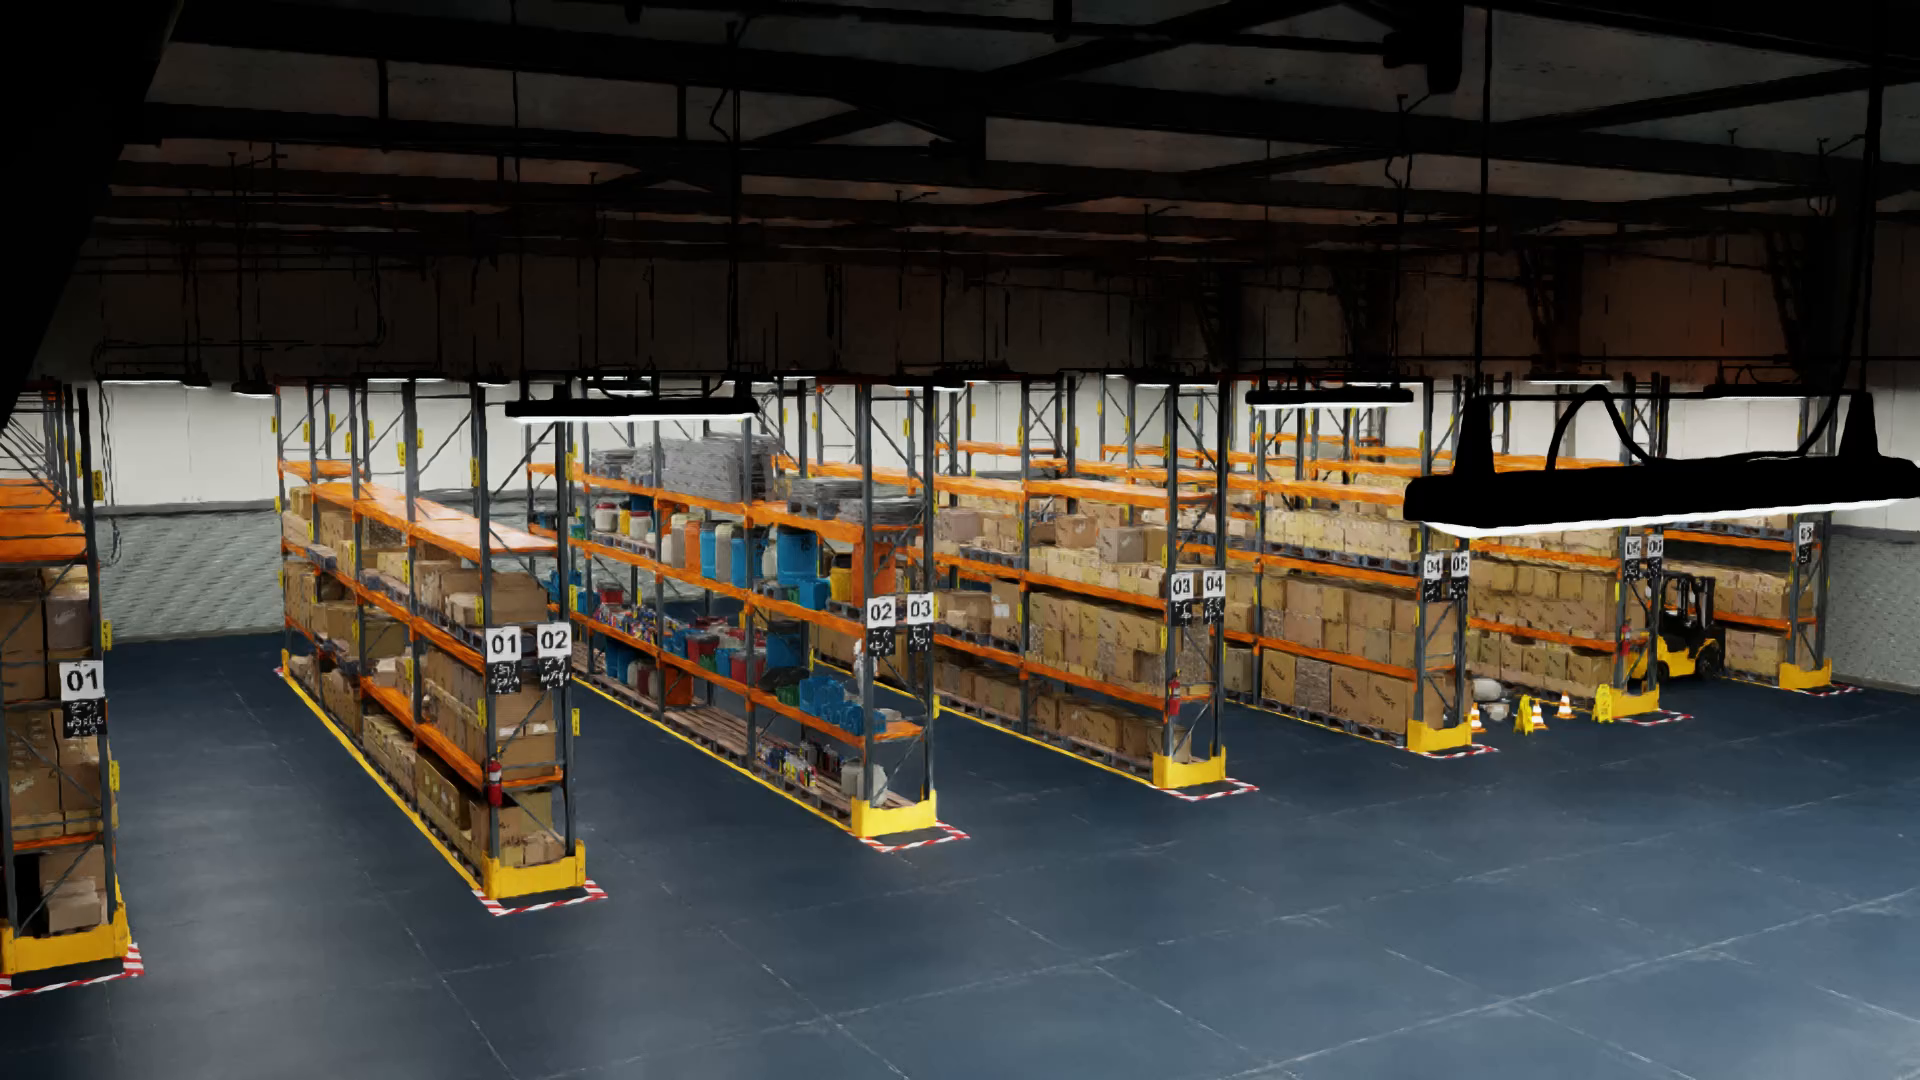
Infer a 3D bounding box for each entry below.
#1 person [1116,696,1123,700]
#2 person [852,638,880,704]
[{"bbox_3d":[2.973,2.083,31.007,0.563,1.708,1.042,-2,7,-21],"label":"person"},{"bbox_3d":[-1.645,2.296,29.577,0.481,1.580,1.094,-3,7,-27],"label":"person"}]
